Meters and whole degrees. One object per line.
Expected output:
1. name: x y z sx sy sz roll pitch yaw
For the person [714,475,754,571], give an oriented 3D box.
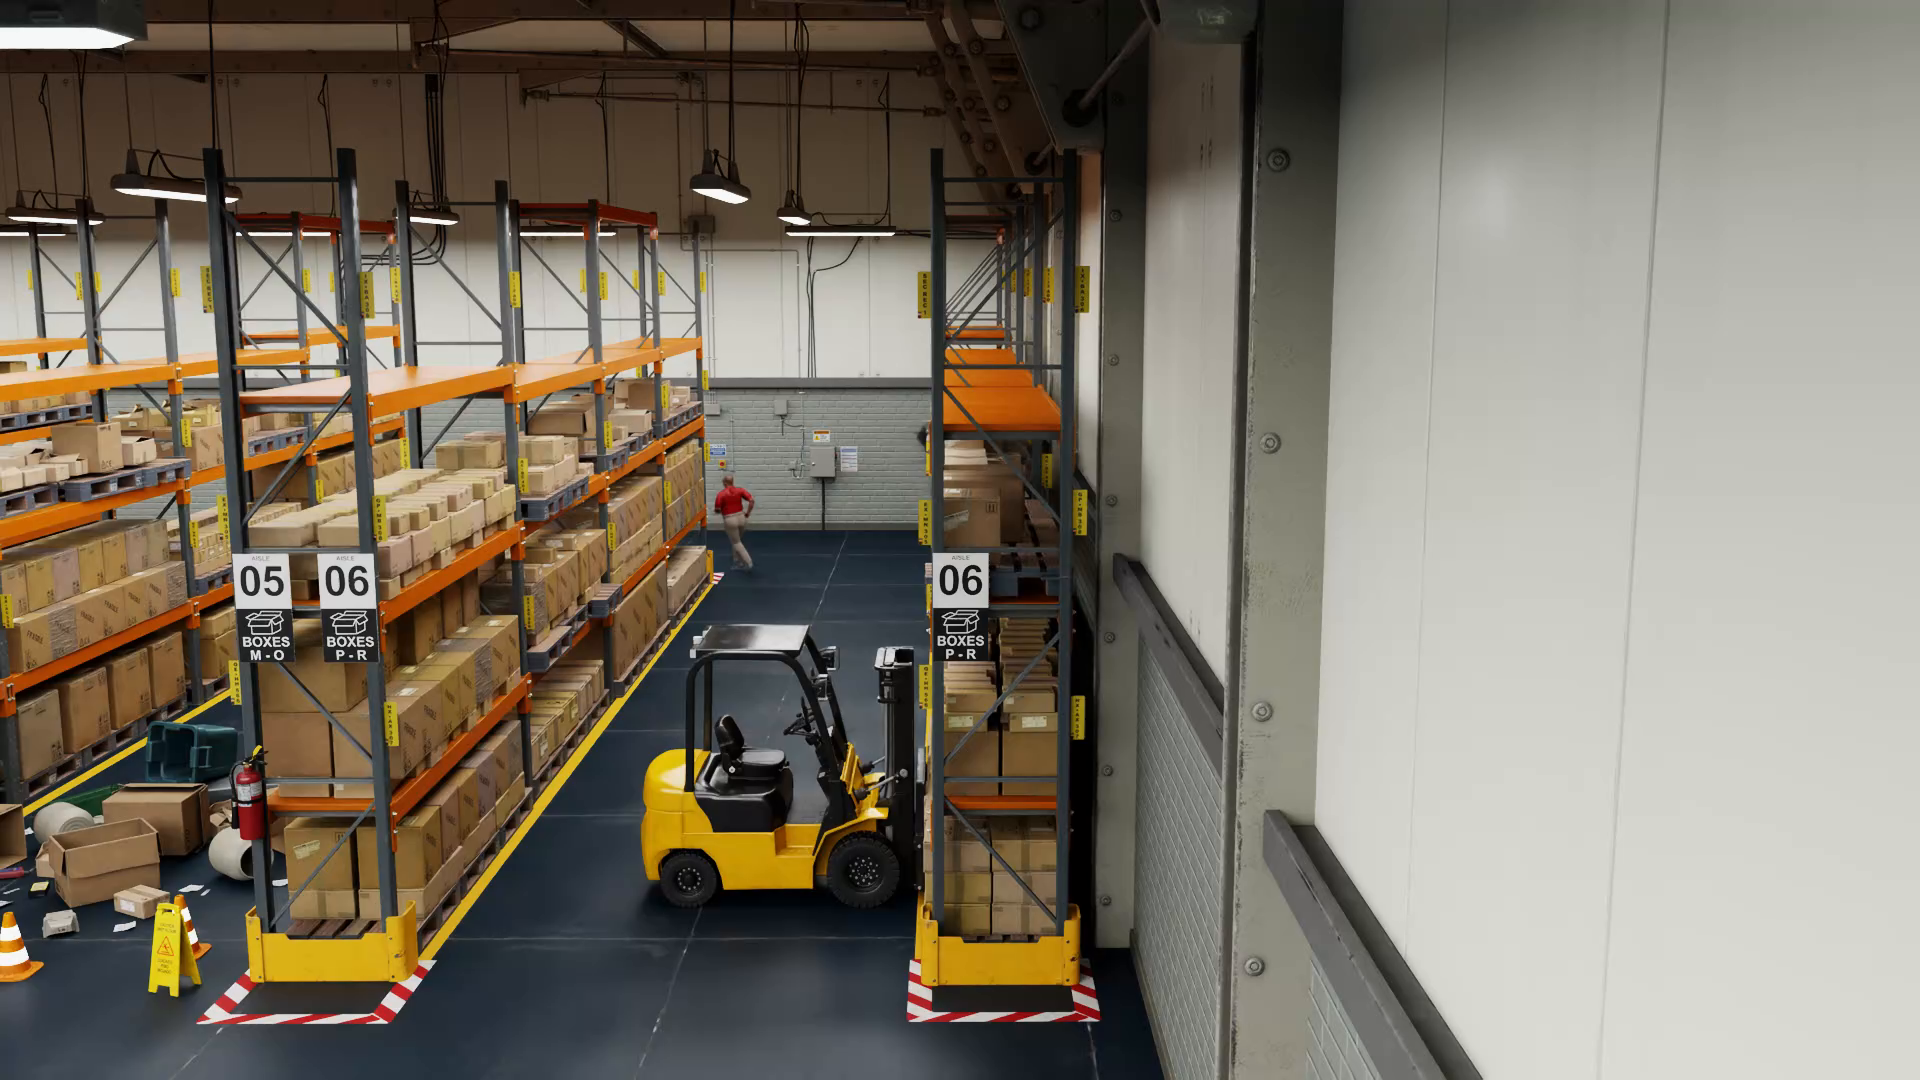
1. person: -3.931 -0.260 28.765 0.660 1.752 0.826 -8 12 -41
